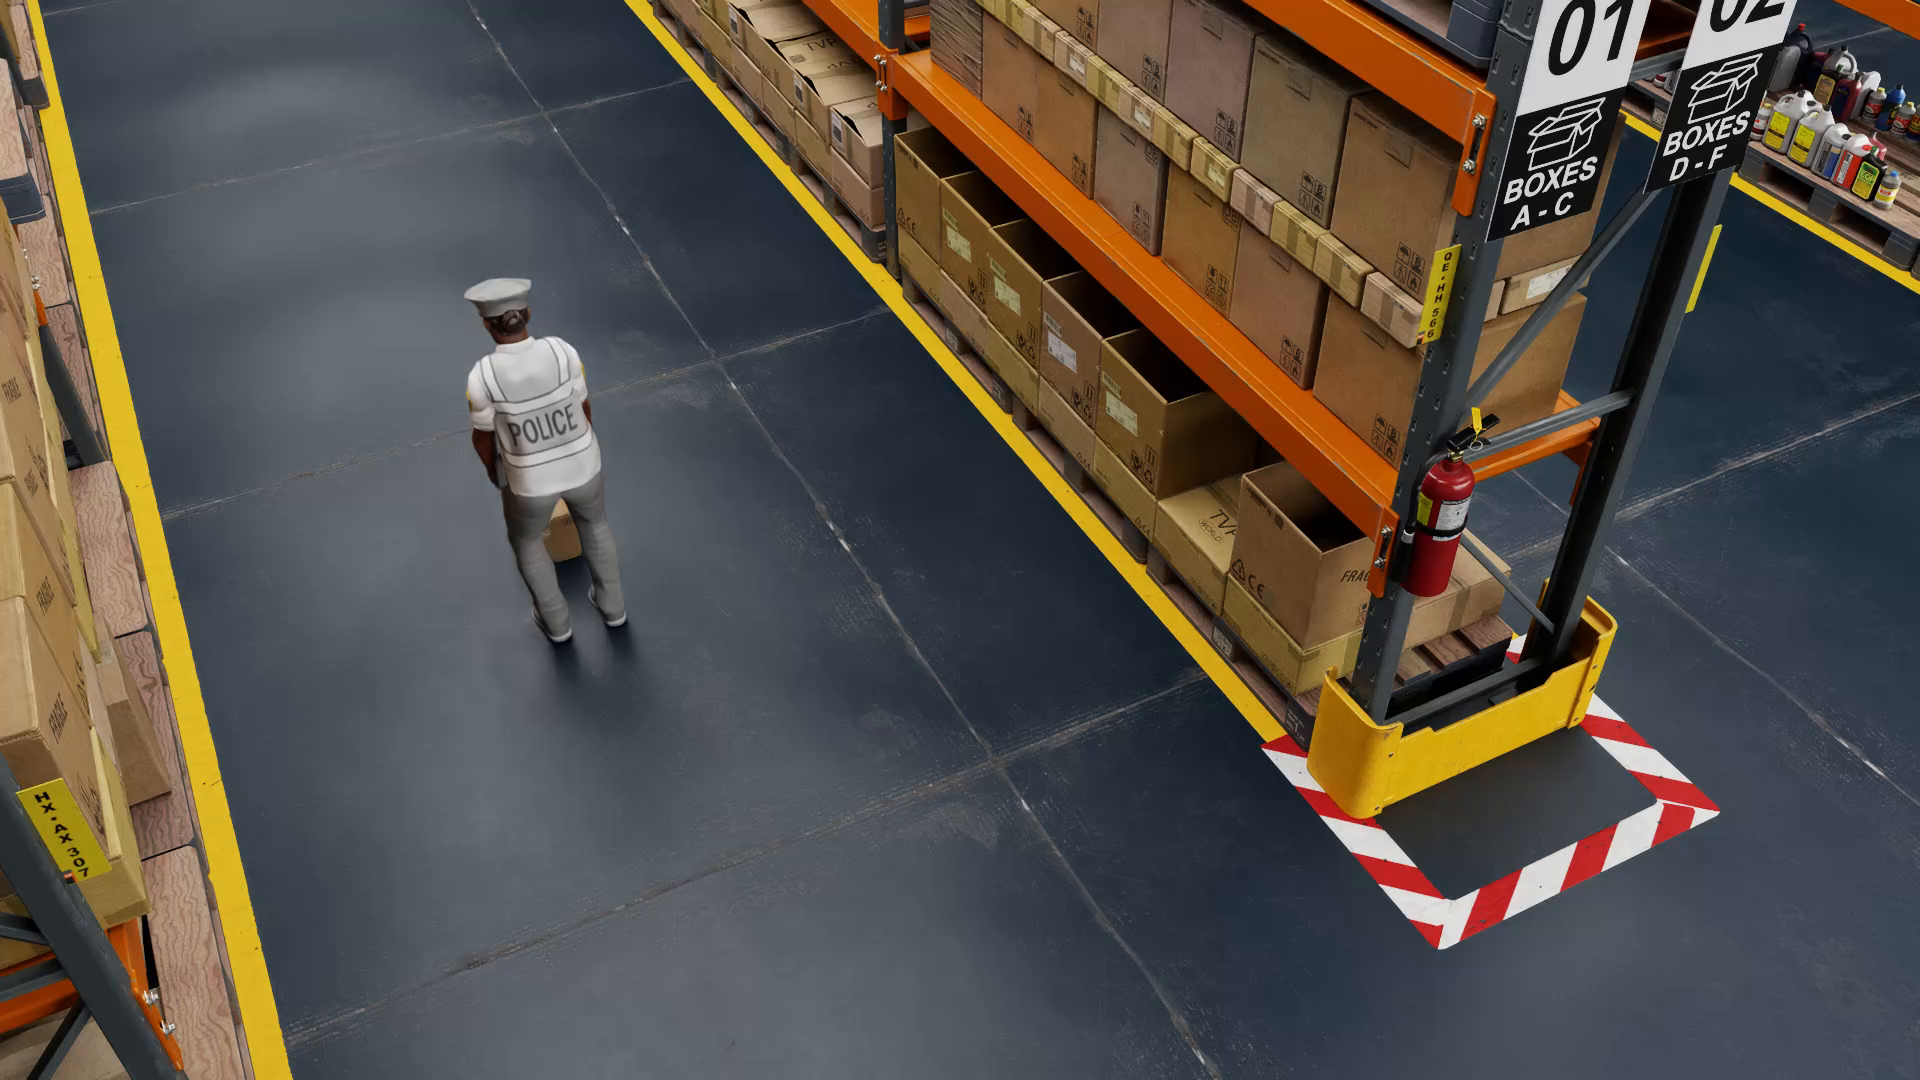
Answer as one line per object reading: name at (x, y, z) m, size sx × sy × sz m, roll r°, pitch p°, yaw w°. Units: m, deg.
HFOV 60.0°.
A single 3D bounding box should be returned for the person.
person at (-1.680, -0.157, 6.719) m, size 0.498 × 1.162 × 0.811 m, roll -19°, pitch 45°, yaw -20°
